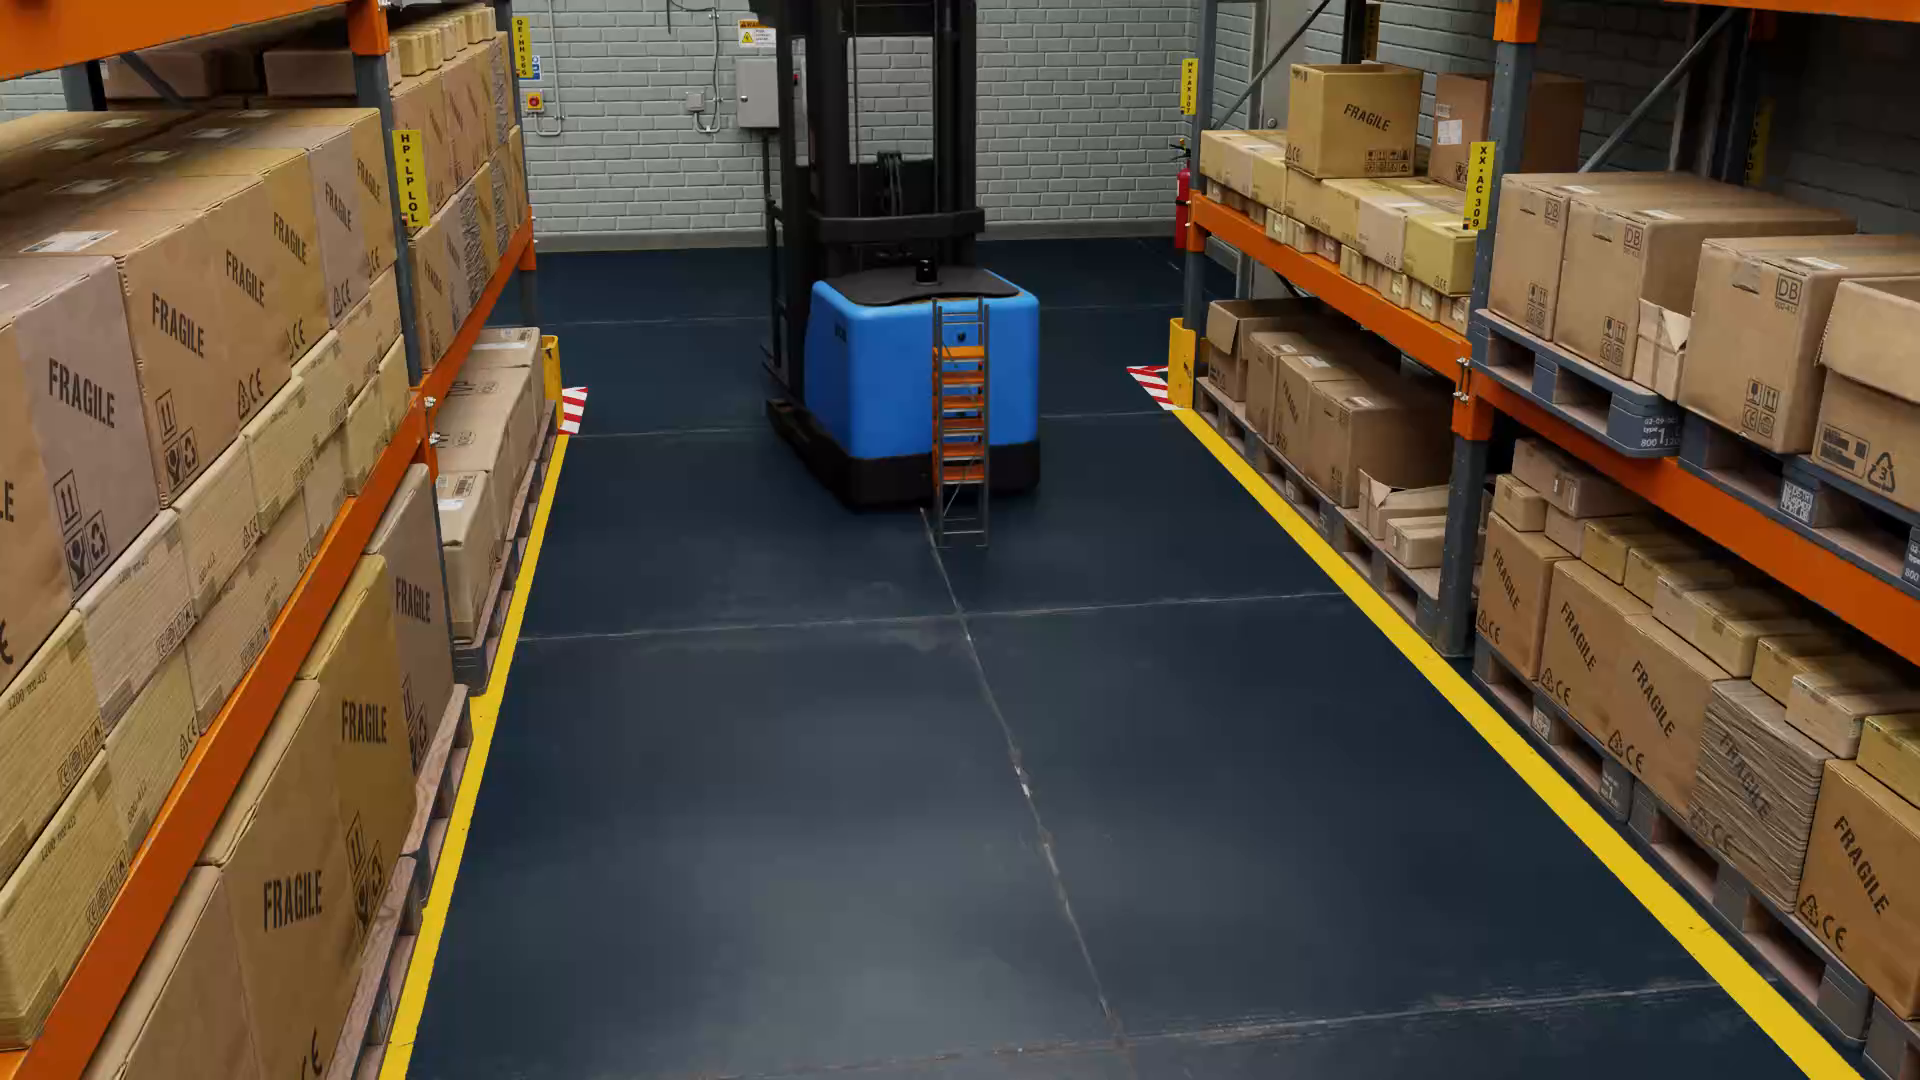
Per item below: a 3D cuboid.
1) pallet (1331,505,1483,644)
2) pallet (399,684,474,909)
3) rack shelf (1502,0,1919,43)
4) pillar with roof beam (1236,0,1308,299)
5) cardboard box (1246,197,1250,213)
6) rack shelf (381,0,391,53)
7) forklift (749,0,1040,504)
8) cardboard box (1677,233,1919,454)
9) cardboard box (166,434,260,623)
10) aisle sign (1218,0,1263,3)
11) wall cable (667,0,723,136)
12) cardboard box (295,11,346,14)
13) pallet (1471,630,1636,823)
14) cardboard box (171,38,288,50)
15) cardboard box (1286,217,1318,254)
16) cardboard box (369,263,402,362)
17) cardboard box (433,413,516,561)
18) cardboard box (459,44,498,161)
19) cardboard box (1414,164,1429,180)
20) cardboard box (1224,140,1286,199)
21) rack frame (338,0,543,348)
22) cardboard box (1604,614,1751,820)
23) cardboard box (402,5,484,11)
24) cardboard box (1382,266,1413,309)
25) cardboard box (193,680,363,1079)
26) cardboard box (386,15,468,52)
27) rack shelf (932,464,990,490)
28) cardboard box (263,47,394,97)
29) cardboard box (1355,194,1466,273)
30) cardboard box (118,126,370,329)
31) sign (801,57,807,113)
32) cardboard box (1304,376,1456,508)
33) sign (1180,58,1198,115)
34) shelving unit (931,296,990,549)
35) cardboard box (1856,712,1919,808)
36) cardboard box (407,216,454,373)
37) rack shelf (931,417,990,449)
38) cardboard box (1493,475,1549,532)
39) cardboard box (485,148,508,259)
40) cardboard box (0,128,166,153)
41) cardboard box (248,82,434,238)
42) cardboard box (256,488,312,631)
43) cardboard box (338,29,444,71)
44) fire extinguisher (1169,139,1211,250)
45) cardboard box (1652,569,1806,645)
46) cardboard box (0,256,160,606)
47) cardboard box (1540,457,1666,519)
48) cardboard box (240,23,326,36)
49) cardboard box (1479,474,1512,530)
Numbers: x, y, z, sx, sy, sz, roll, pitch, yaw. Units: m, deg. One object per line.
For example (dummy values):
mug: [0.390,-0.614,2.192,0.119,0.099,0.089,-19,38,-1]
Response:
pallet: [2.392,0.113,7.611,1.003,0.211,1.213,-3,21,-8]
pallet: [-2.235,0.866,5.596,1.003,0.211,1.213,-3,21,-8]
rack shelf: [2.778,-1.331,4.234,1.077,0.370,4.000,-3,21,-8]
pillar with roof beam: [-1.843,-5.912,11.185,9.100,9.000,0.400,-3,21,-8]
cardboard box: [1.844,-1.920,9.428,0.380,0.149,0.250,-3,21,-8]
rack shelf: [-2.710,-2.464,7.268,1.077,0.370,4.000,-3,21,-8]
forklift: [-0.537,-2.041,9.491,1.130,2.935,3.031,-7,22,-18]
cardboard box: [2.526,-0.569,4.709,0.700,0.500,0.500,-3,21,-8]
cardboard box: [-1.806,-0.023,3.490,0.500,0.250,0.500,-3,21,-8]
aisle sign: [1.613,-3.567,9.763,0.394,0.787,0.004,-3,21,-8]
wall cable: [-2.432,-4.591,14.769,0.588,1.984,0.122,-3,21,-8]
cardboard box: [-3.133,-2.498,8.117,0.380,0.149,0.250,-4,21,-10]
pallet: [2.645,0.631,6.226,1.003,0.211,1.213,-3,21,-8]
cardboard box: [-2.737,-1.797,6.241,0.380,0.149,0.250,-3,21,-8]
cardboard box: [1.884,-1.556,8.454,0.380,0.149,0.250,-2,21,-7]
cardboard box: [-2.117,-0.727,5.376,0.500,0.250,0.500,-3,21,-8]
cardboard box: [-2.535,-0.233,7.614,0.875,0.438,0.875,-4,21,-9]
cardboard box: [-2.520,-2.098,7.974,0.500,0.500,0.500,-3,21,-8]
cardboard box: [2.457,-1.732,8.356,0.500,0.250,0.500,-3,21,-8]
cardboard box: [1.785,-2.064,9.244,0.500,0.250,0.500,-3,21,-7]
rack frame: [-2.998,-2.088,9.521,1.000,3.000,0.127,-3,21,-8]
cardboard box: [2.491,0.555,5.416,0.500,0.500,0.500,-4,21,-9]
cardboard box: [-2.688,-2.707,8.677,0.380,0.149,0.250,-3,21,-7]
cardboard box: [2.074,-1.113,7.268,0.380,0.149,0.250,-2,21,-6]
cardboard box: [-1.986,0.928,3.882,0.875,0.875,0.875,-3,21,-7]
cardboard box: [-2.510,-2.354,7.734,0.380,0.149,0.250,-2,21,-6]
rack shelf: [0.002,-0.291,8.092,0.258,0.103,0.180,-3,21,-8]
cardboard box: [-2.210,-1.645,5.835,0.380,0.149,0.250,-3,21,-9]
cardboard box: [2.088,-1.361,7.362,0.500,0.250,0.500,-3,21,-8]
cardboard box: [-2.027,-0.898,4.761,0.500,0.500,0.500,-3,21,-7]
sign: [-1.275,-4.147,15.169,0.329,0.494,0.001,-3,21,-8]
cardboard box: [2.142,-0.492,8.219,0.700,0.500,0.500,-4,21,-10]
sign: [1.376,-2.718,9.970,0.100,0.325,0.005,-3,21,-8]
shelving unit: [0.002,-0.557,7.993,0.258,1.200,0.189,-3,21,-8]
cardboard box: [2.651,0.576,4.433,0.380,0.149,0.250,-3,21,-9]
cardboard box: [-2.230,-0.926,6.266,0.500,0.500,0.500,-2,21,-6]
rack shelf: [0.002,-0.515,8.008,0.258,0.103,0.180,-3,21,-8]
cardboard box: [2.278,-0.147,6.368,0.380,0.149,0.250,-2,21,-5]
cardboard box: [-2.525,-1.630,8.149,0.500,0.500,0.500,-2,21,-6]
cardboard box: [-2.542,-0.877,4.706,0.500,0.500,0.500,-3,21,-8]
cardboard box: [-2.250,-1.396,6.094,0.500,0.500,0.500,-3,21,-7]
cardboard box: [-1.902,0.040,4.036,0.500,0.250,0.500,-3,21,-8]
cardboard box: [-2.326,-2.002,6.790,0.380,0.149,0.250,-4,21,-9]
fire extinguisher: [1.435,-2.157,10.347,0.296,0.674,0.183,-3,21,-8]
cardboard box: [2.495,0.216,5.397,0.380,0.149,0.250,-3,21,-8]
cardboard box: [-1.755,-0.188,2.861,0.500,0.500,0.500,-3,21,-8]
cardboard box: [2.363,-0.199,6.082,0.380,0.149,0.250,-4,21,-10]
cardboard box: [-2.953,-2.143,7.169,0.380,0.149,0.250,-3,21,-8]
cardboard box: [2.629,-0.133,7.528,0.500,0.311,0.500,-2,21,-6]
